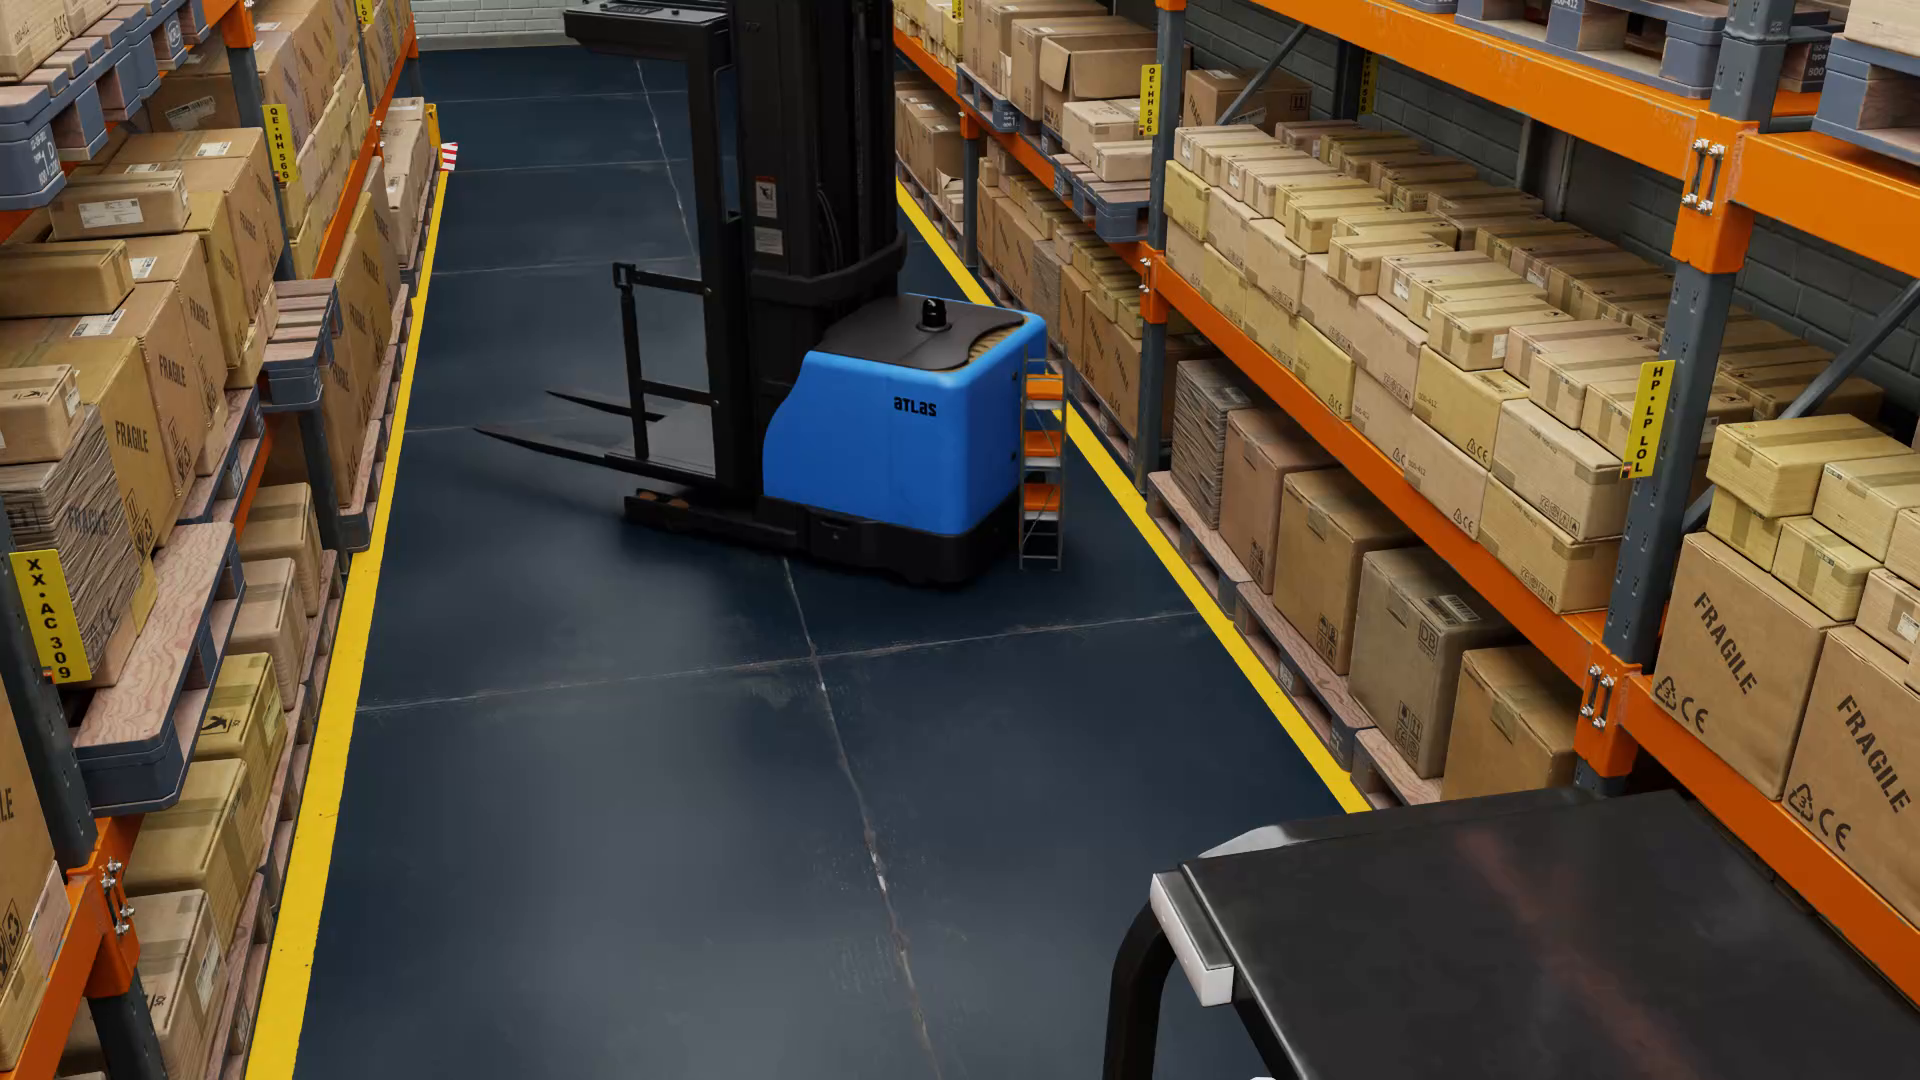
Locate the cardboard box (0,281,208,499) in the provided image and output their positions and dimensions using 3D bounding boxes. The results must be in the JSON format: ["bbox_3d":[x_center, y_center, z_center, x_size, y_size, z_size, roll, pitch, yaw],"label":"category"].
[{"bbox_3d":[-2.548,-0.423,4.852,0.500,0.500,0.500,-6,27,-12],"label":"cardboard box"}]

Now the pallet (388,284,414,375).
[{"bbox_3d":[-4.066,-1.321,10.633,1.003,0.211,1.213,-6,27,-12],"label":"pallet"}]

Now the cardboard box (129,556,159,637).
[{"bbox_3d":[-2.375,0.155,4.427,0.380,0.149,0.250,-5,27,-11],"label":"cardboard box"}]

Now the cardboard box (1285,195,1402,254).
[{"bbox_3d":[1.509,-1.245,6.558,0.380,0.149,0.250,-5,27,-11],"label":"cardboard box"}]

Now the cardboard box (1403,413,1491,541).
[{"bbox_3d":[1.838,-0.238,5.560,0.500,0.250,0.500,-6,27,-12],"label":"cardboard box"}]

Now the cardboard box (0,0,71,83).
[{"bbox_3d":[-2.251,-1.142,3.554,0.500,0.250,0.500,-7,28,-13],"label":"cardboard box"}]

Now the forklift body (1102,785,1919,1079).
[{"bbox_3d":[1.021,1.597,2.699,2.313,2.155,1.214,-6,27,-12],"label":"forklift body"}]

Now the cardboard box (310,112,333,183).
[{"bbox_3d":[-3.501,-1.992,8.479,0.500,0.250,0.500,-6,27,-12],"label":"cardboard box"}]

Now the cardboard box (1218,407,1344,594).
[{"bbox_3d":[1.705,-0.213,7.512,0.875,0.625,0.625,-5,27,-10],"label":"cardboard box"}]

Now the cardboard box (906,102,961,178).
[{"bbox_3d":[-0.158,-3.330,13.828,0.500,0.500,0.500,-5,27,-11],"label":"cardboard box"}]

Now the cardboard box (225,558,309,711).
[{"bbox_3d":[-3.120,0.417,6.545,0.950,0.372,0.625,-6,27,-13],"label":"cardboard box"}]

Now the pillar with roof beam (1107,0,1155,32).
[{"bbox_3d":[-2.951,-6.041,10.231,9.100,9.000,0.400,-6,27,-12],"label":"pillar with roof beam"}]

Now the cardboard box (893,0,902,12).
[{"bbox_3d":[-0.309,-4.554,13.781,0.500,0.250,0.500,-6,27,-13],"label":"cardboard box"}]

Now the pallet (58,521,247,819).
[{"bbox_3d":[-2.541,0.351,4.439,1.003,0.211,1.213,-6,27,-12],"label":"pallet"}]

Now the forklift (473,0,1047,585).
[{"bbox_3d":[-1.120,-1.544,8.055,3.031,2.935,1.130,13,29,23],"label":"forklift"}]

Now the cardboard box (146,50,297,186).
[{"bbox_3d":[-3.285,-1.873,7.412,0.500,0.500,0.500,-7,28,-13],"label":"cardboard box"}]

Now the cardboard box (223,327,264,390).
[{"bbox_3d":[-2.753,-0.649,6.020,0.380,0.149,0.250,-5,27,-11],"label":"cardboard box"}]

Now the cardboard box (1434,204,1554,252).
[{"bbox_3d":[2.059,-1.186,6.441,0.380,0.149,0.250,-5,27,-10],"label":"cardboard box"}]

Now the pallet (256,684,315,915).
[{"bbox_3d":[-2.966,0.982,6.071,1.003,0.211,1.213,-6,27,-12],"label":"pallet"}]

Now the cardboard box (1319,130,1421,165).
[{"bbox_3d":[1.862,-1.755,7.567,0.380,0.149,0.250,-5,27,-10],"label":"cardboard box"}]

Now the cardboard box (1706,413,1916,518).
[{"bbox_3d":[2.108,-0.187,4.131,0.380,0.149,0.250,-5,27,-11],"label":"cardboard box"}]

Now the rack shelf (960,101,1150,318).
[{"bbox_3d":[0.973,-2.203,10.085,1.077,0.370,4.000,-6,27,-12],"label":"rack shelf"}]

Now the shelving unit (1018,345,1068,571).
[{"bbox_3d":[0.391,-0.378,7.834,0.215,1.050,0.252,1,27,3],"label":"shelving unit"}]

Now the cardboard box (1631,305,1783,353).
[{"bbox_3d":[2.390,-0.634,5.346,0.380,0.149,0.250,-6,27,-12],"label":"cardboard box"}]

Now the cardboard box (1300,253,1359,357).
[{"bbox_3d":[1.637,-0.910,6.335,0.500,0.250,0.500,-6,27,-11],"label":"cardboard box"}]

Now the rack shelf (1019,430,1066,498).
[{"bbox_3d":[0.391,-0.369,7.839,0.215,0.259,0.240,1,27,3],"label":"rack shelf"}]

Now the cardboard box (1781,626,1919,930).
[{"bbox_3d":[2.304,0.513,3.793,0.500,0.500,0.500,-5,27,-11],"label":"cardboard box"}]

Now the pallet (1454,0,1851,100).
[{"bbox_3d":[2.113,-1.530,4.836,0.805,0.209,1.217,-7,28,-14],"label":"pallet"}]

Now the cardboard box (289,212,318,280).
[{"bbox_3d":[-3.277,-1.314,7.691,0.500,0.250,0.500,-6,27,-12],"label":"cardboard box"}]

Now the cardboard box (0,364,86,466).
[{"bbox_3d":[-2.272,-0.282,3.852,0.380,0.149,0.250,-6,27,-12],"label":"cardboard box"}]

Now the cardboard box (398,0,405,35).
[{"bbox_3d":[-4.750,-4.291,13.311,0.500,0.500,0.500,-7,28,-13],"label":"cardboard box"}]

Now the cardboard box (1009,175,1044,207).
[{"bbox_3d":[0.550,-2.354,11.173,0.380,0.149,0.250,-7,28,-14],"label":"cardboard box"}]

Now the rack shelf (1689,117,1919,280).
[{"bbox_3d":[2.776,-0.030,2.451,1.077,0.370,4.000,-6,27,-12],"label":"rack shelf"}]

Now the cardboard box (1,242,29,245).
[{"bbox_3d":[-3.180,-0.604,5.210,0.500,0.500,0.500,-7,28,-14],"label":"cardboard box"}]

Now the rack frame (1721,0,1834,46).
[{"bbox_3d":[2.325,-2.569,3.352,1.000,3.000,0.127,-6,27,-12],"label":"rack frame"}]

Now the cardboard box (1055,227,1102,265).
[{"bbox_3d":[0.794,-1.784,10.043,0.380,0.149,0.250,-7,28,-14],"label":"cardboard box"}]

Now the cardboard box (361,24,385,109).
[{"bbox_3d":[-4.164,-3.174,11.099,0.500,0.500,0.500,-5,27,-10],"label":"cardboard box"}]

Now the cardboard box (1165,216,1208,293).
[{"bbox_3d":[1.285,-1.360,7.782,0.500,0.250,0.500,-6,27,-11],"label":"cardboard box"}]

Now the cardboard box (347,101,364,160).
[{"bbox_3d":[-3.853,-2.435,9.911,0.500,0.250,0.500,-6,27,-12],"label":"cardboard box"}]

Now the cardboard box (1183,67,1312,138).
[{"bbox_3d":[1.460,-2.120,8.545,0.500,0.500,0.500,-5,27,-9],"label":"cardboard box"}]

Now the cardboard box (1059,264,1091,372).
[{"bbox_3d":[0.895,-1.332,9.868,0.500,0.500,0.500,-5,27,-9],"label":"cardboard box"}]

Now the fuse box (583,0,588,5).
[{"bbox_3d":[-4.429,-6.700,19.625,0.539,1.711,0.414,-6,27,-12],"label":"fuse box"}]

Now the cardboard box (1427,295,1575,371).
[{"bbox_3d":[1.763,-0.678,5.434,0.380,0.149,0.250,-7,28,-13],"label":"cardboard box"}]

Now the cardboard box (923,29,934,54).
[{"bbox_3d":[-0.076,-3.856,12.839,0.380,0.149,0.250,-6,27,-12],"label":"cardboard box"}]

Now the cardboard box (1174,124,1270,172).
[{"bbox_3d":[1.208,-1.811,7.678,0.380,0.149,0.250,-5,27,-10],"label":"cardboard box"}]

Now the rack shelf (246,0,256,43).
[{"bbox_3d":[-3.863,-3.037,8.407,1.077,0.370,4.000,-6,27,-12],"label":"rack shelf"}]

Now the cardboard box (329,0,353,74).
[{"bbox_3d":[-3.844,-2.991,9.626,0.500,0.500,0.500,-5,27,-11],"label":"cardboard box"}]

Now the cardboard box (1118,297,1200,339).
[{"bbox_3d":[1.065,-1.199,8.884,0.380,0.149,0.250,-7,28,-14],"label":"cardboard box"}]

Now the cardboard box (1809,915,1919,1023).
[{"bbox_3d":[2.233,1.173,4.073,0.500,0.250,0.500,-6,27,-12],"label":"cardboard box"}]

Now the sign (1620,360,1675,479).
[{"bbox_3d":[1.798,-0.313,4.343,0.100,0.325,0.005,-6,27,-12],"label":"sign"}]

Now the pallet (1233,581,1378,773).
[{"bbox_3d":[1.842,0.498,7.029,1.003,0.211,1.213,-6,27,-12],"label":"pallet"}]

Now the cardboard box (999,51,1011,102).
[{"bbox_3d":[0.461,-2.881,10.312,0.396,0.266,0.258,-5,27,-9],"label":"cardboard box"}]

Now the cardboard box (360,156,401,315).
[{"bbox_3d":[-4.096,-1.872,10.521,0.875,0.875,0.875,-5,27,-10],"label":"cardboard box"}]
